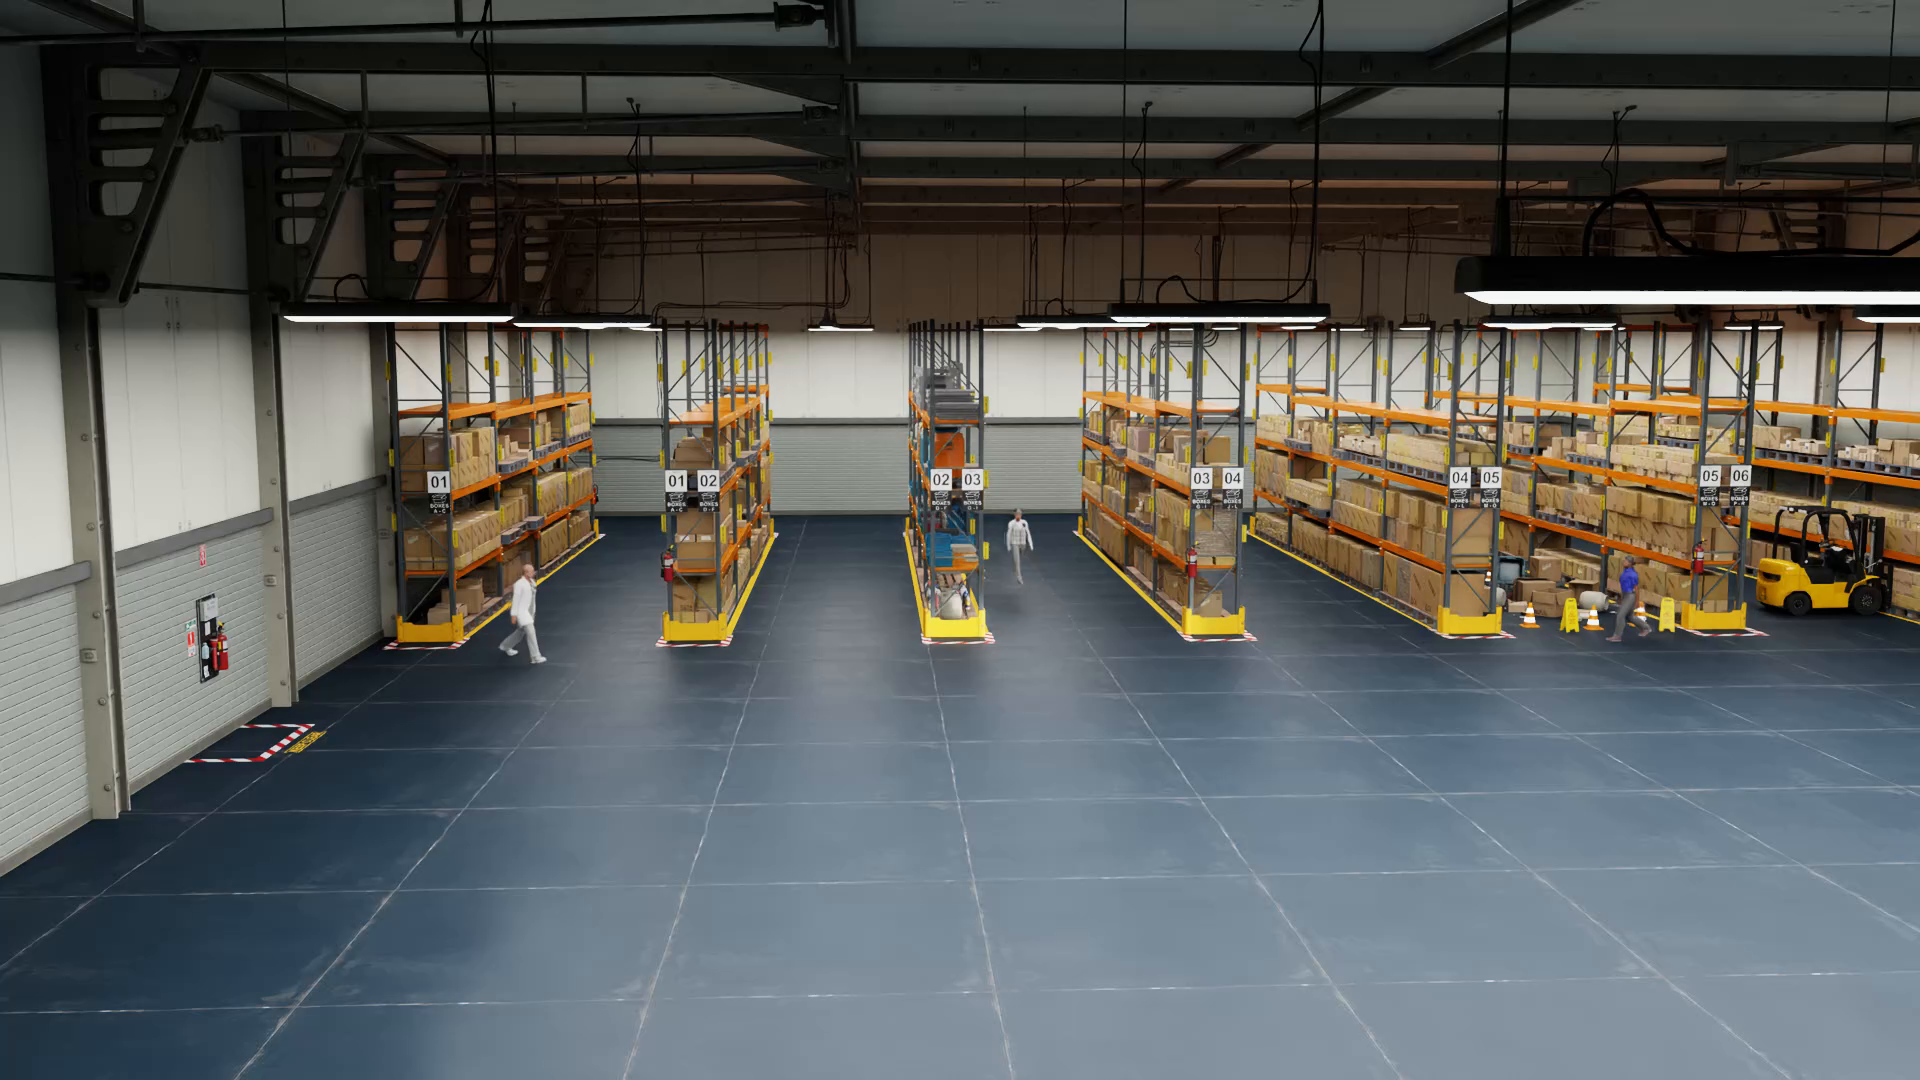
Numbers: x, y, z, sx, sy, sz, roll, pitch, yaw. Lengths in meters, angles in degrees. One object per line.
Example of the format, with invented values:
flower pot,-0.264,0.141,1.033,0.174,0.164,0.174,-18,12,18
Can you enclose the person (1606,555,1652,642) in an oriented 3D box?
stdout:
person,12.516,1.088,31.004,0.965,1.611,0.446,-1,7,-5

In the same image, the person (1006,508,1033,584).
person,1.297,0.103,36.416,0.496,1.641,0.949,-3,8,-21

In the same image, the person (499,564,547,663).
person,-7.676,1.274,29.142,1.170,1.724,0.608,3,8,23
